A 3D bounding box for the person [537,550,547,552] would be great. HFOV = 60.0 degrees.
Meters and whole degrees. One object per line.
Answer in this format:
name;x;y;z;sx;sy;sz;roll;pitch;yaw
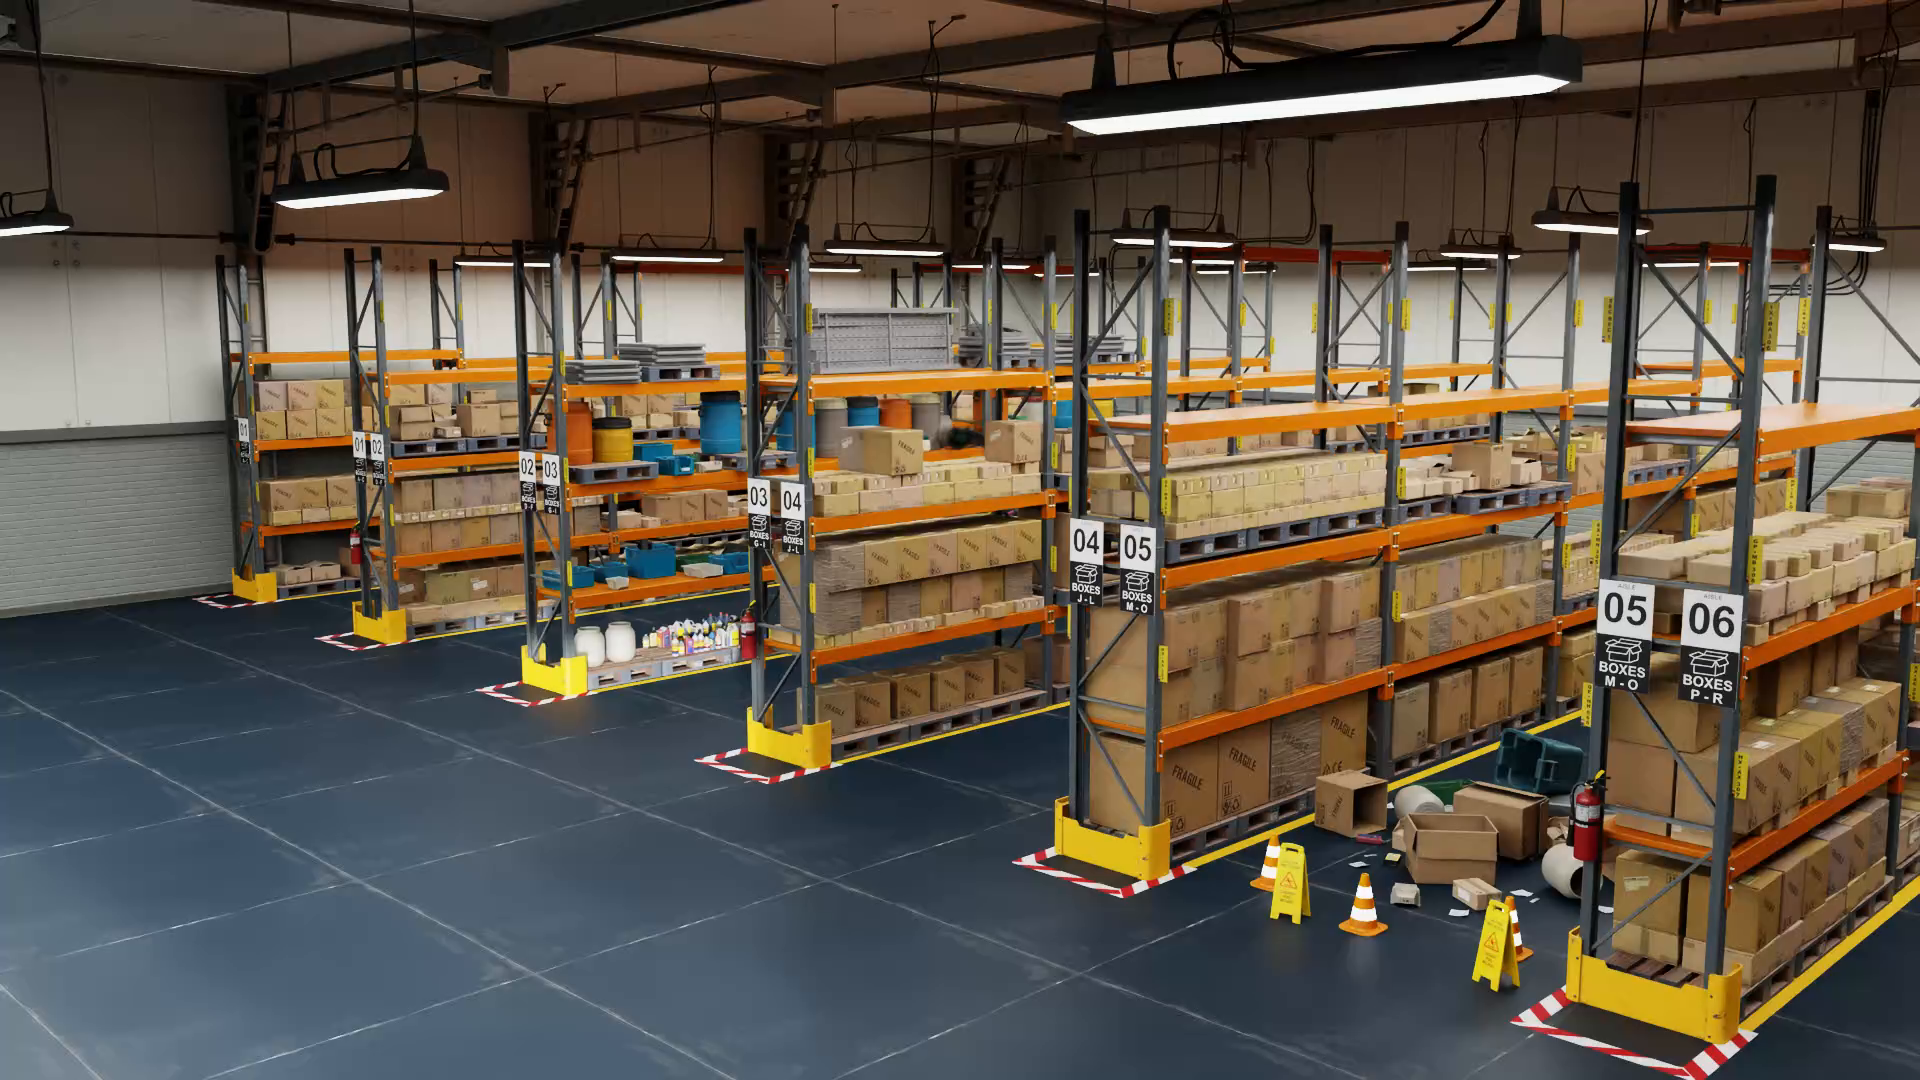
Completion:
person;-7.821;0.040;31.133;0.656;1.529;0.774;-1;8;-6
